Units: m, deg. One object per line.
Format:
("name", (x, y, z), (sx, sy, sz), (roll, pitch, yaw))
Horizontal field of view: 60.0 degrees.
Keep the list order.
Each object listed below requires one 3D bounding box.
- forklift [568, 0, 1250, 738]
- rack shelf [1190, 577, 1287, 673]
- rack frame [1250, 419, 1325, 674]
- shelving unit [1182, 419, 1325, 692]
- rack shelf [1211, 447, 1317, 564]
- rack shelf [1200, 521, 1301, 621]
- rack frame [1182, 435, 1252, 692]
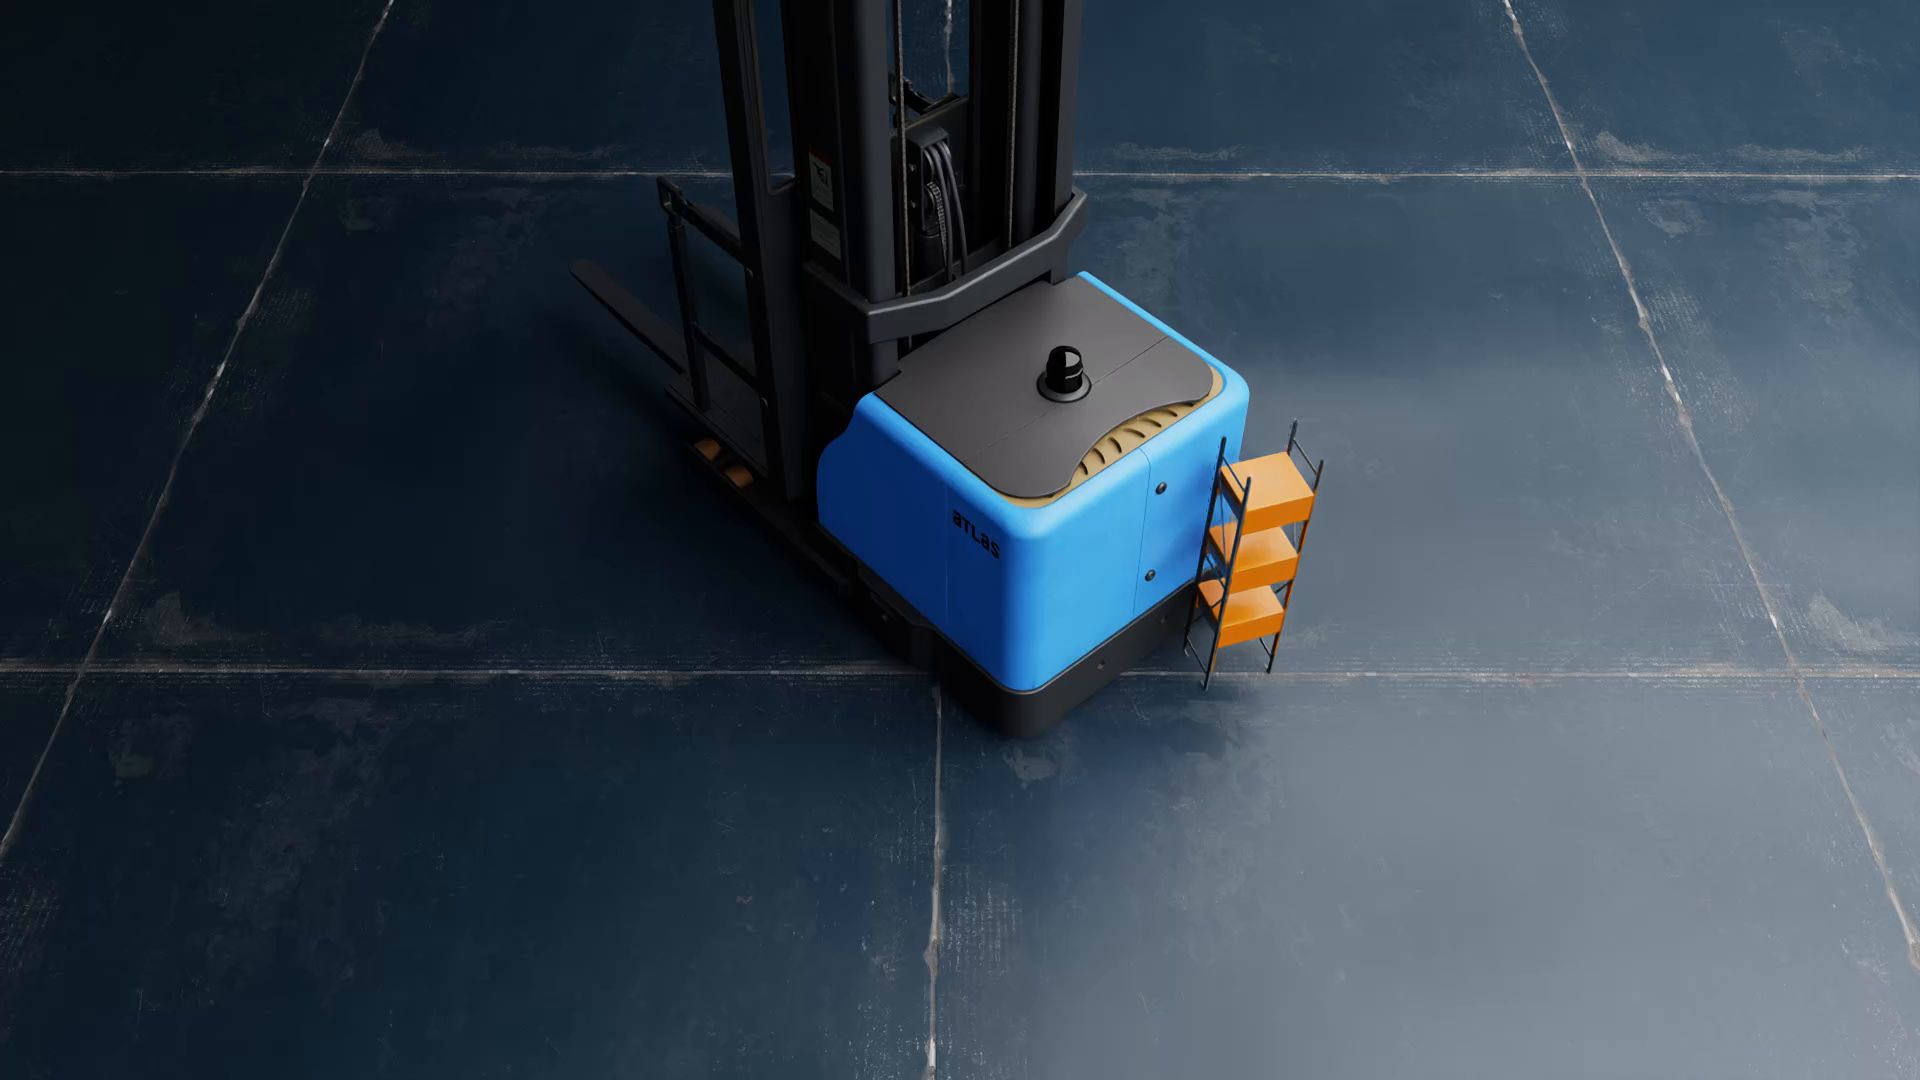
("forklift", (-0.413, -1.343, 5.498), (1.130, 2.935, 3.031), (-33, 55, -27))
("rack shelf", (0.941, 0.267, 5.673), (0.240, 0.259, 0.215), (-13, 50, -13))
("rack frame", (1.062, 0.047, 5.486), (0.008, 1.050, 0.200), (-13, 50, -13))
("shelving unit", (0.946, 0.074, 5.459), (0.252, 1.050, 0.215), (-13, 50, -13))
("rack shelf", (0.951, -0.109, 5.256), (0.240, 0.259, 0.215), (-13, 50, -13))
("rack shelf", (0.946, 0.081, 5.467), (0.240, 0.259, 0.215), (-13, 50, -13))
("rack frame", (0.831, 0.101, 5.431), (0.008, 1.050, 0.200), (-13, 50, -13))
